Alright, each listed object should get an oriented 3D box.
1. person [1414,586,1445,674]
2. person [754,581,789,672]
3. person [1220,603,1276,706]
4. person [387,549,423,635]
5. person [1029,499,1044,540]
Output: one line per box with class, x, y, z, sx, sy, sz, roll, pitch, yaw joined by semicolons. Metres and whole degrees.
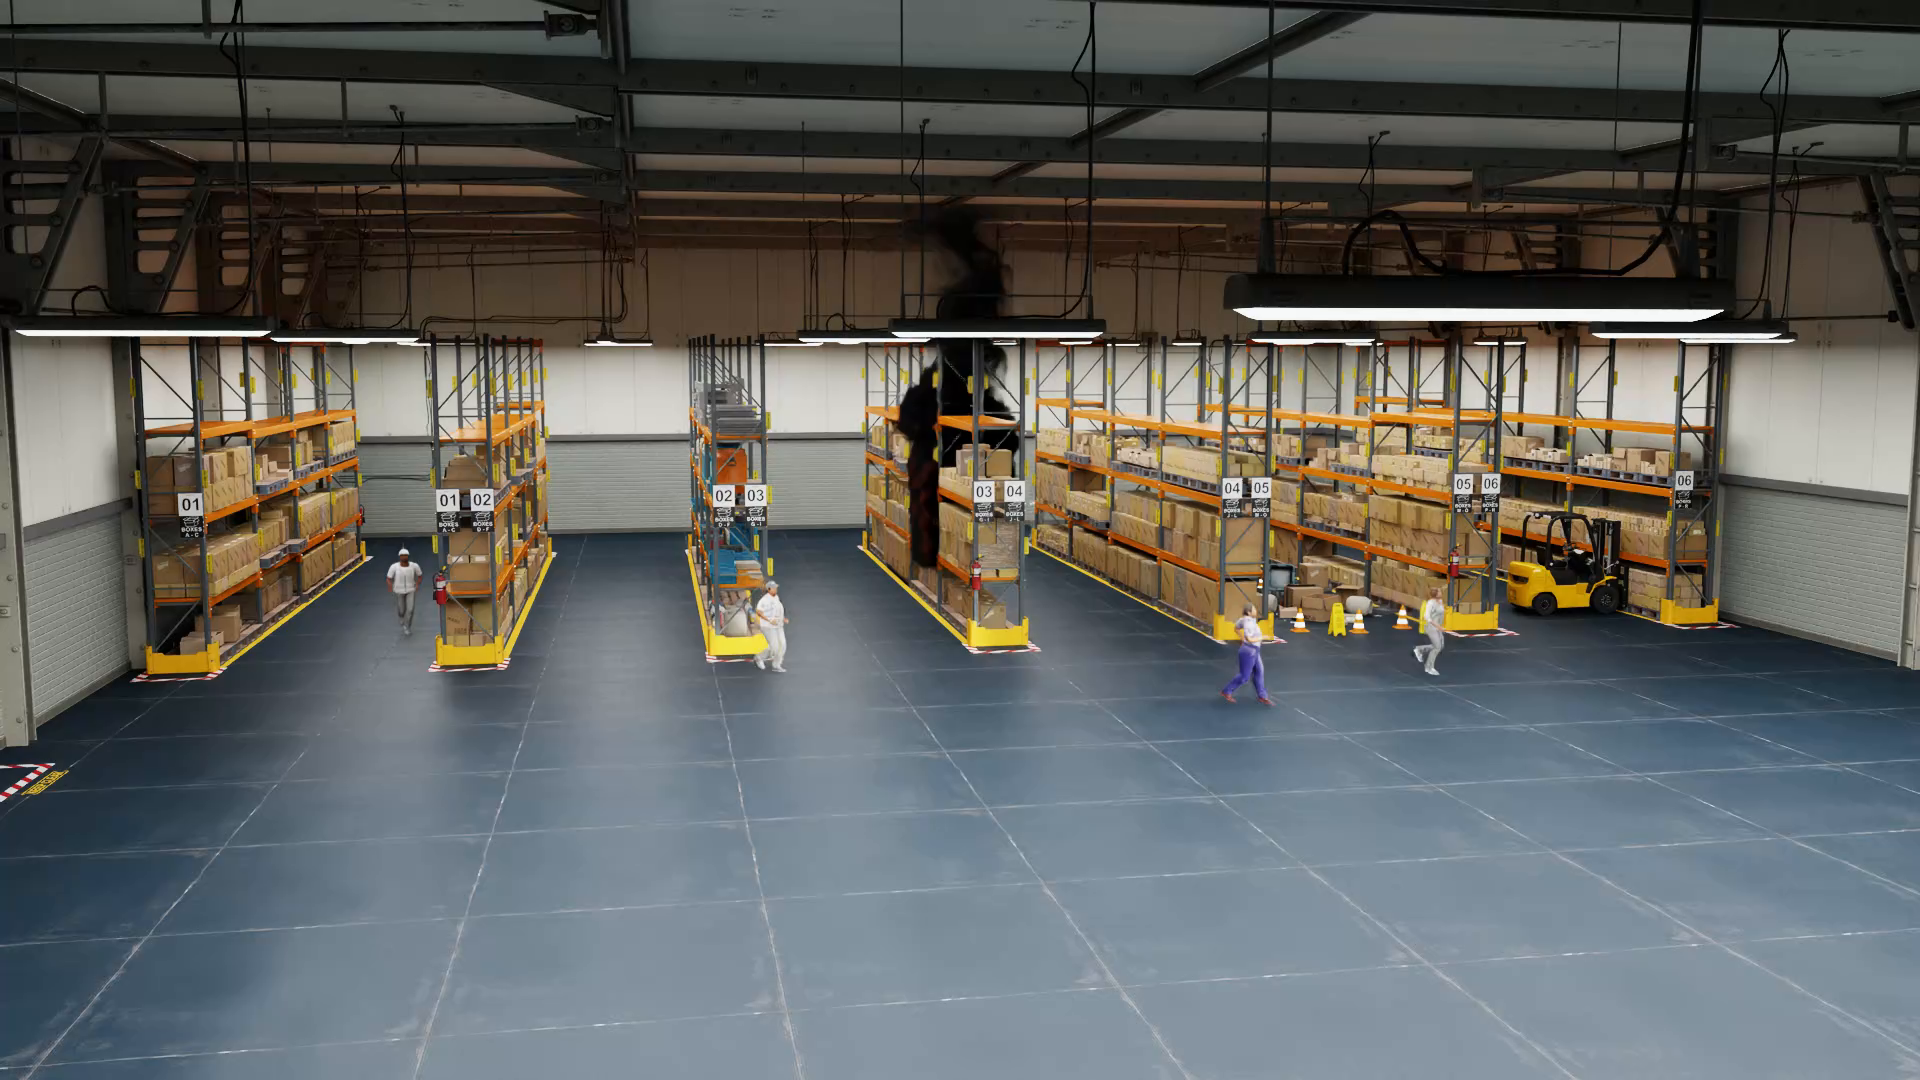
person;8.350;1.588;29.481;0.604;1.573;0.554;6;9;41
person;-3.359;1.536;29.546;0.602;1.627;0.635;3;7;26
person;4.624;1.843;26.663;0.886;1.670;0.602;2;7;13
person;-11.180;1.035;33.534;0.701;1.726;0.661;-3;7;-21
person;2.339;-0.808;49.649;0.871;1.665;0.617;-2;7;-17
